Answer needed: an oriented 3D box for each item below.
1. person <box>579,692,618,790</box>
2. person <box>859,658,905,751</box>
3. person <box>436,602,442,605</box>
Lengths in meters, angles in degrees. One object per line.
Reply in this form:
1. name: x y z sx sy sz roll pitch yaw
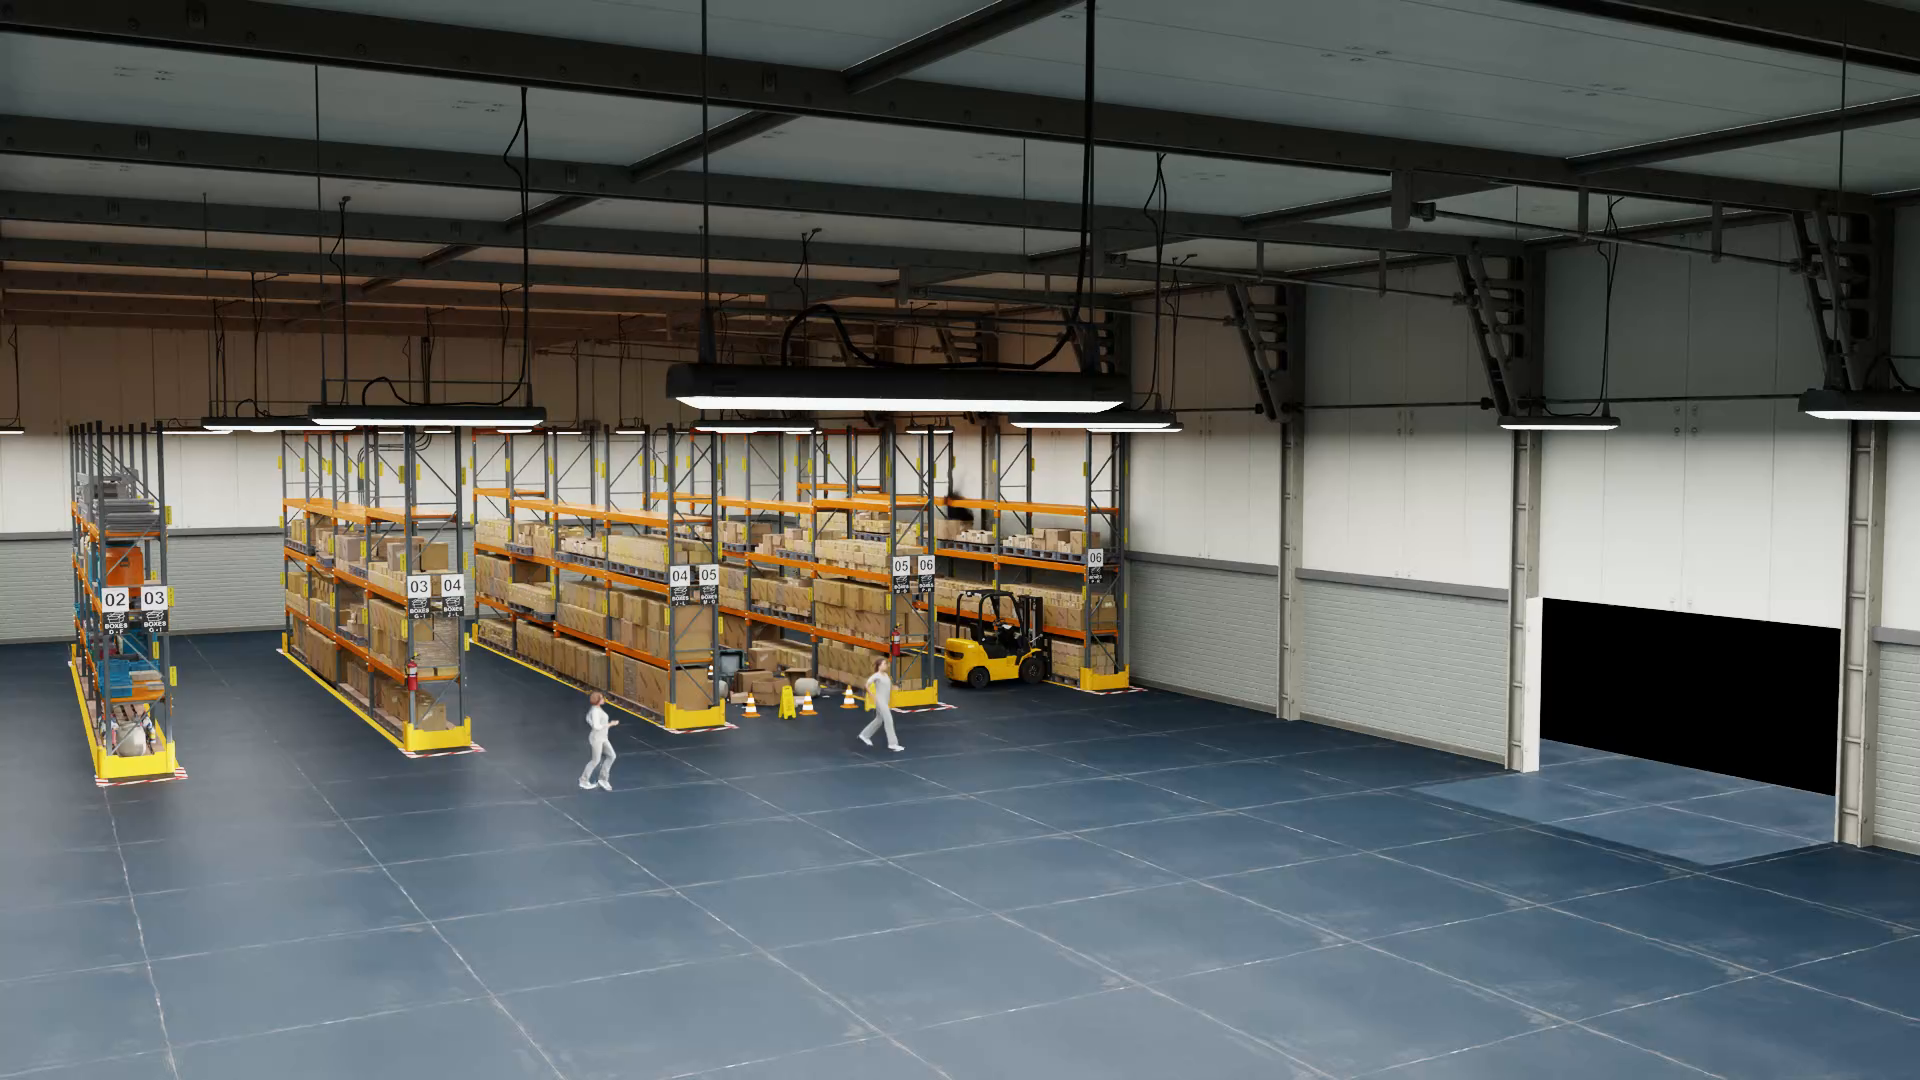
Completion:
1. person: -5.829 3.261 26.868 0.661 1.624 0.514 0 4 -1
2. person: -1.430 2.981 30.344 0.947 1.663 0.567 1 4 21
3. person: -13.717 2.192 44.282 0.650 1.605 0.522 -2 4 -28
